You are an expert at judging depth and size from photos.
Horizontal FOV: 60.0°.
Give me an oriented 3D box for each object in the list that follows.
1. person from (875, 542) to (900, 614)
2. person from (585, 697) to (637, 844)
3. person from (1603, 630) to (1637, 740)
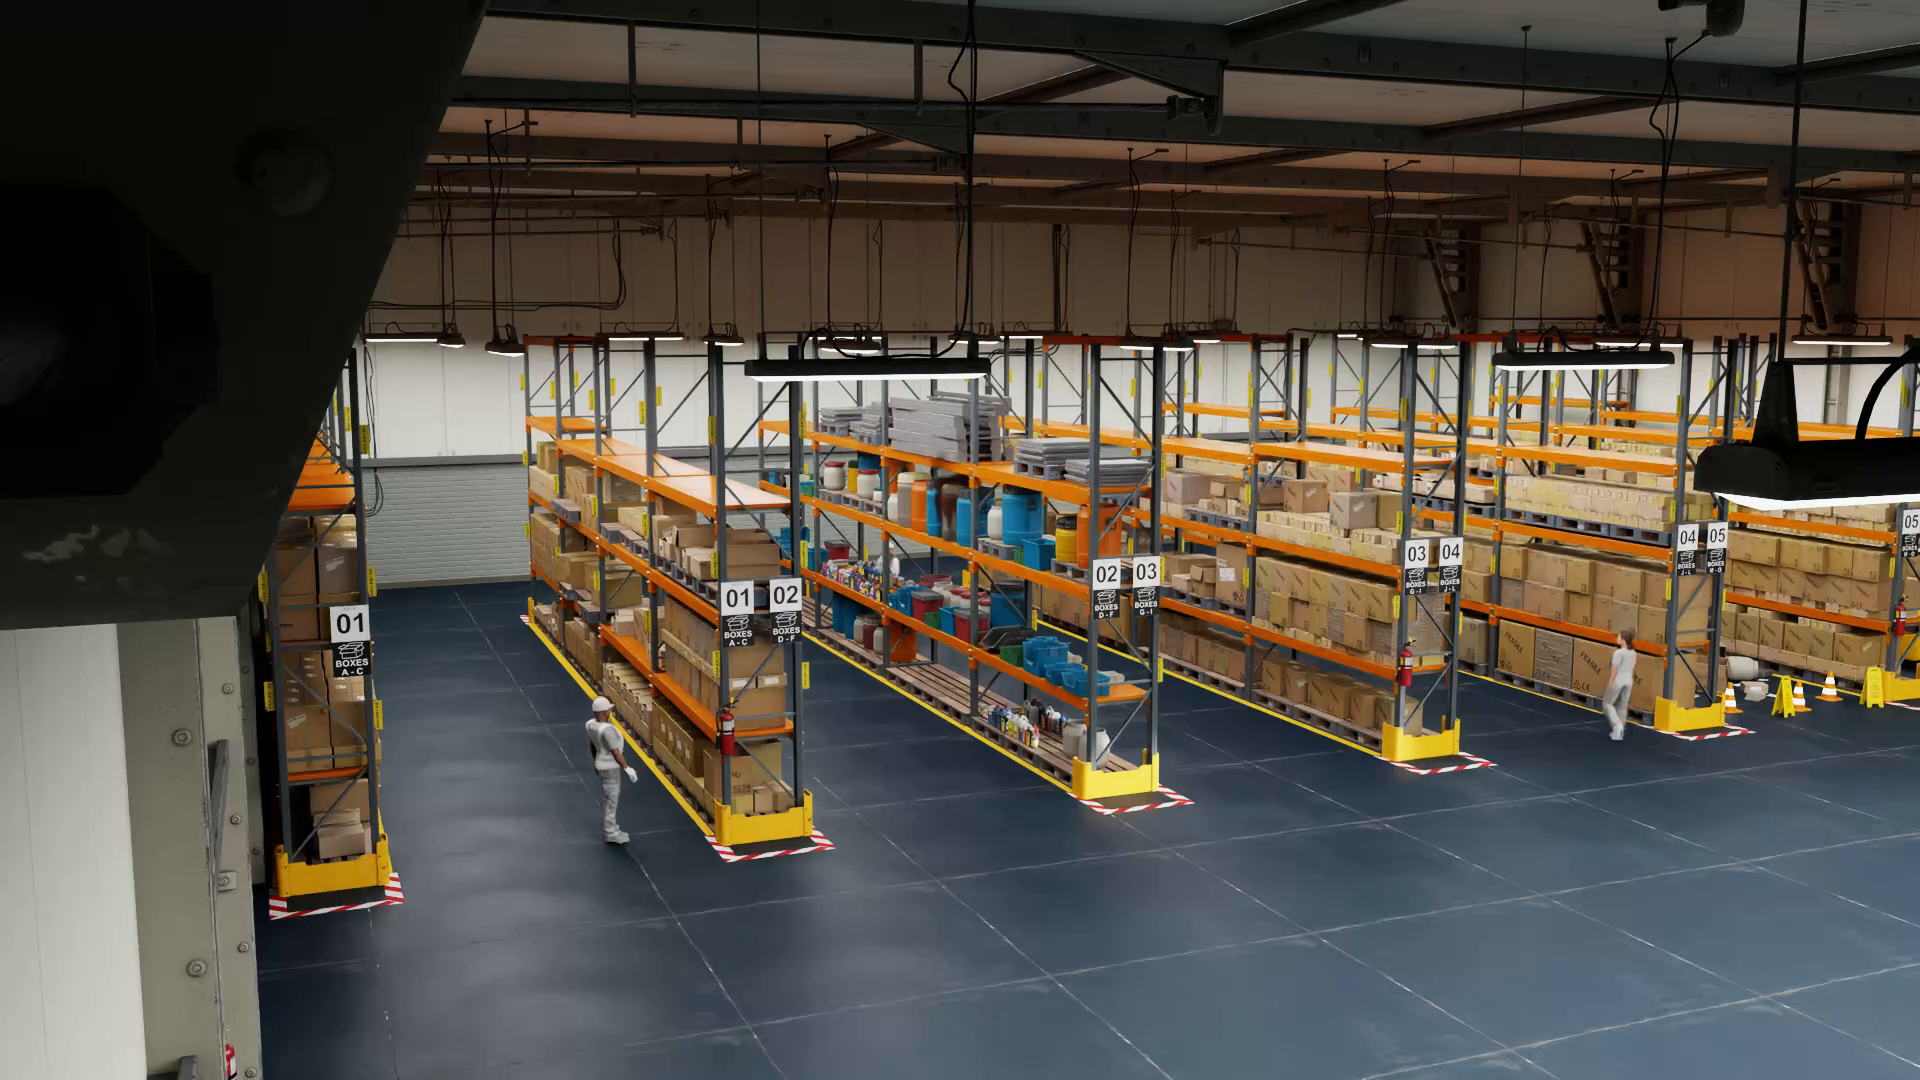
[{"bbox_3d":[-1.485,0.902,34.460,0.581,1.737,0.971,-5,9,-32],"label":"person"},{"bbox_3d":[-4.230,2.784,20.197,0.602,1.817,0.651,-2,8,-12],"label":"person"},{"bbox_3d":[9.931,2.188,24.916,0.436,1.661,0.525,0,8,3],"label":"person"}]
